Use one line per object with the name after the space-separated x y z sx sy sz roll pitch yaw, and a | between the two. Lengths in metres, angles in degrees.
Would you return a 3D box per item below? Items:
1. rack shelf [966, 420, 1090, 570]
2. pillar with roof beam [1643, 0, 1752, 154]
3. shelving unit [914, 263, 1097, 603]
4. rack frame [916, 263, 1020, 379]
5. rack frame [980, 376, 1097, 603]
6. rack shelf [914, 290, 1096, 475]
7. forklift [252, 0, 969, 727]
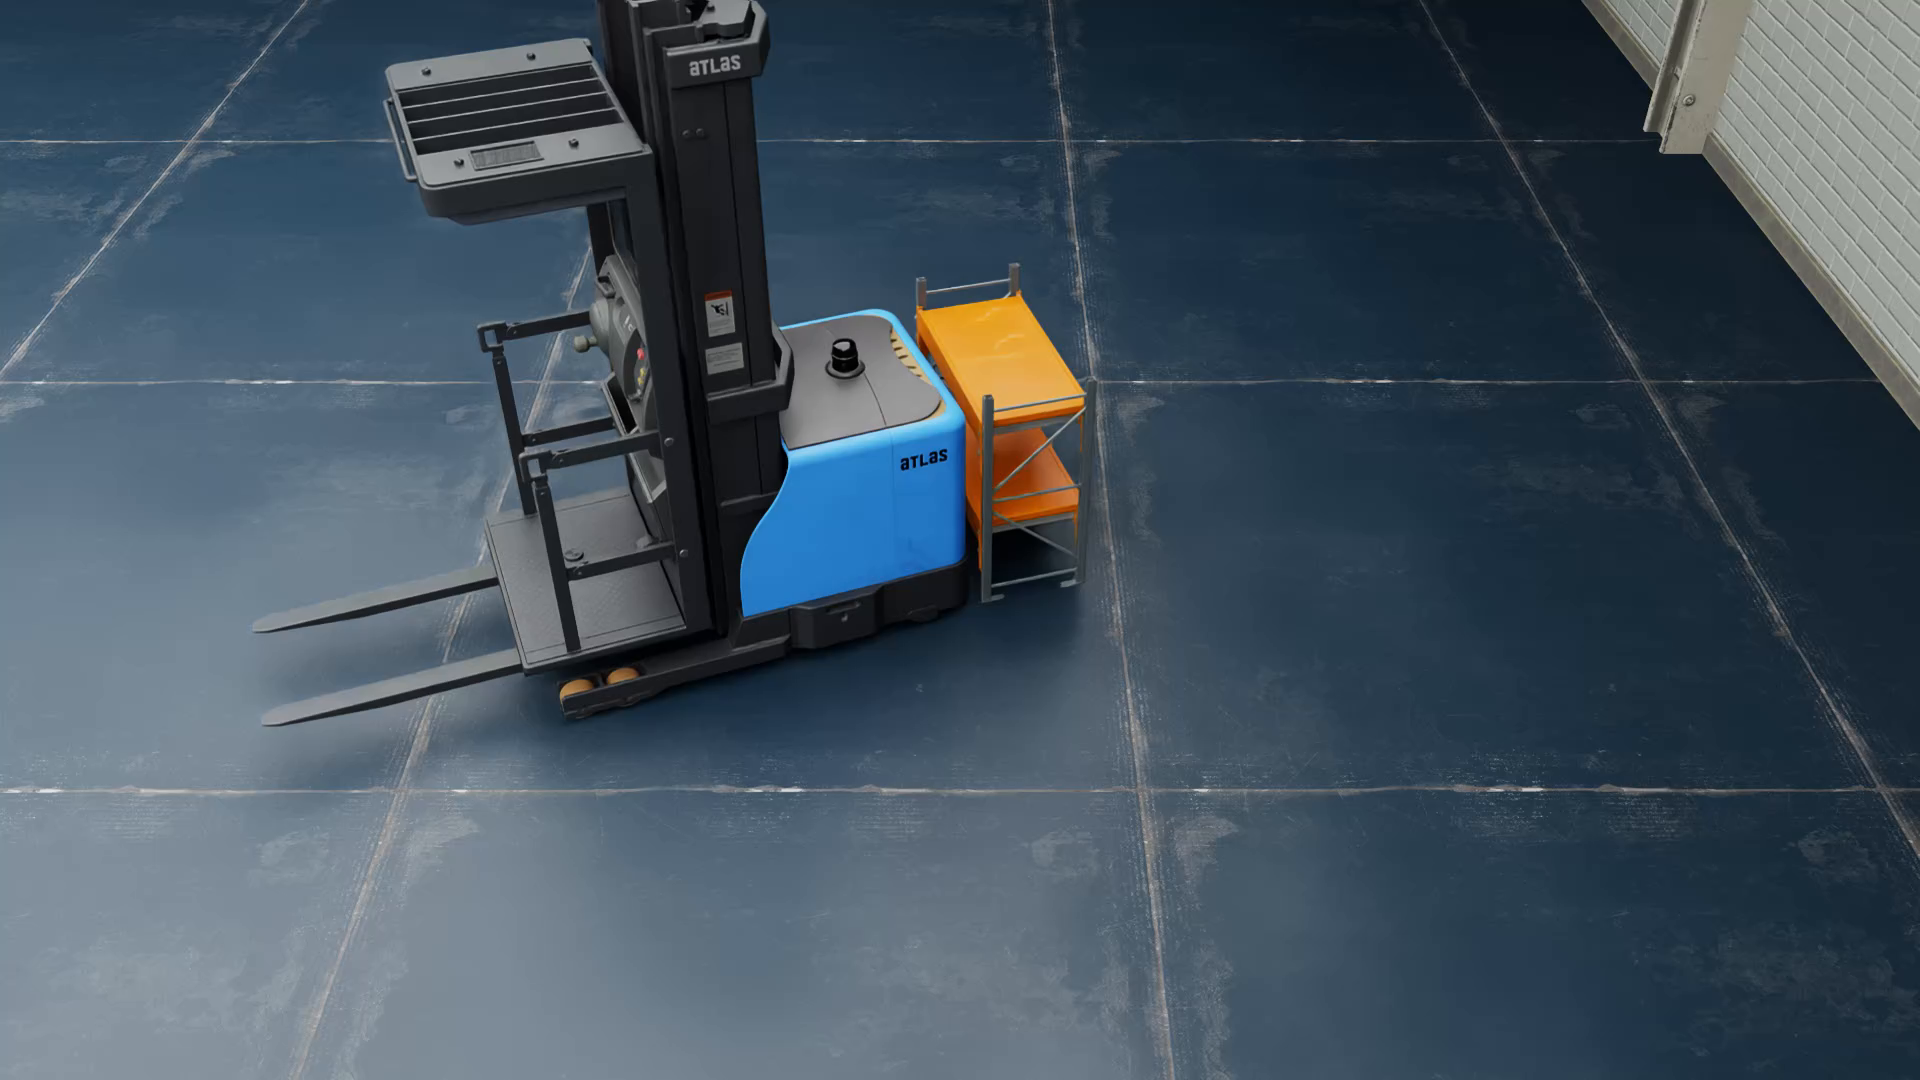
0.187 -0.316 7.882 0.538 0.278 1.000 -11 40 -13 | rack shelf
0.600 -6.250 8.599 9.100 9.000 0.400 0 39 0 | pillar with roof beam
0.187 -0.507 7.729 0.538 1.125 1.048 -11 40 -13 | shelving unit
0.038 -0.811 8.108 0.500 1.125 0.032 -11 40 -13 | rack frame
0.336 -0.203 7.349 0.500 1.125 0.032 -11 40 -13 | rack frame
0.187 -0.735 7.546 0.538 0.278 1.000 -11 40 -13 | rack shelf
-1.531 -0.764 6.605 3.031 2.935 1.130 -14 41 -17 | forklift
